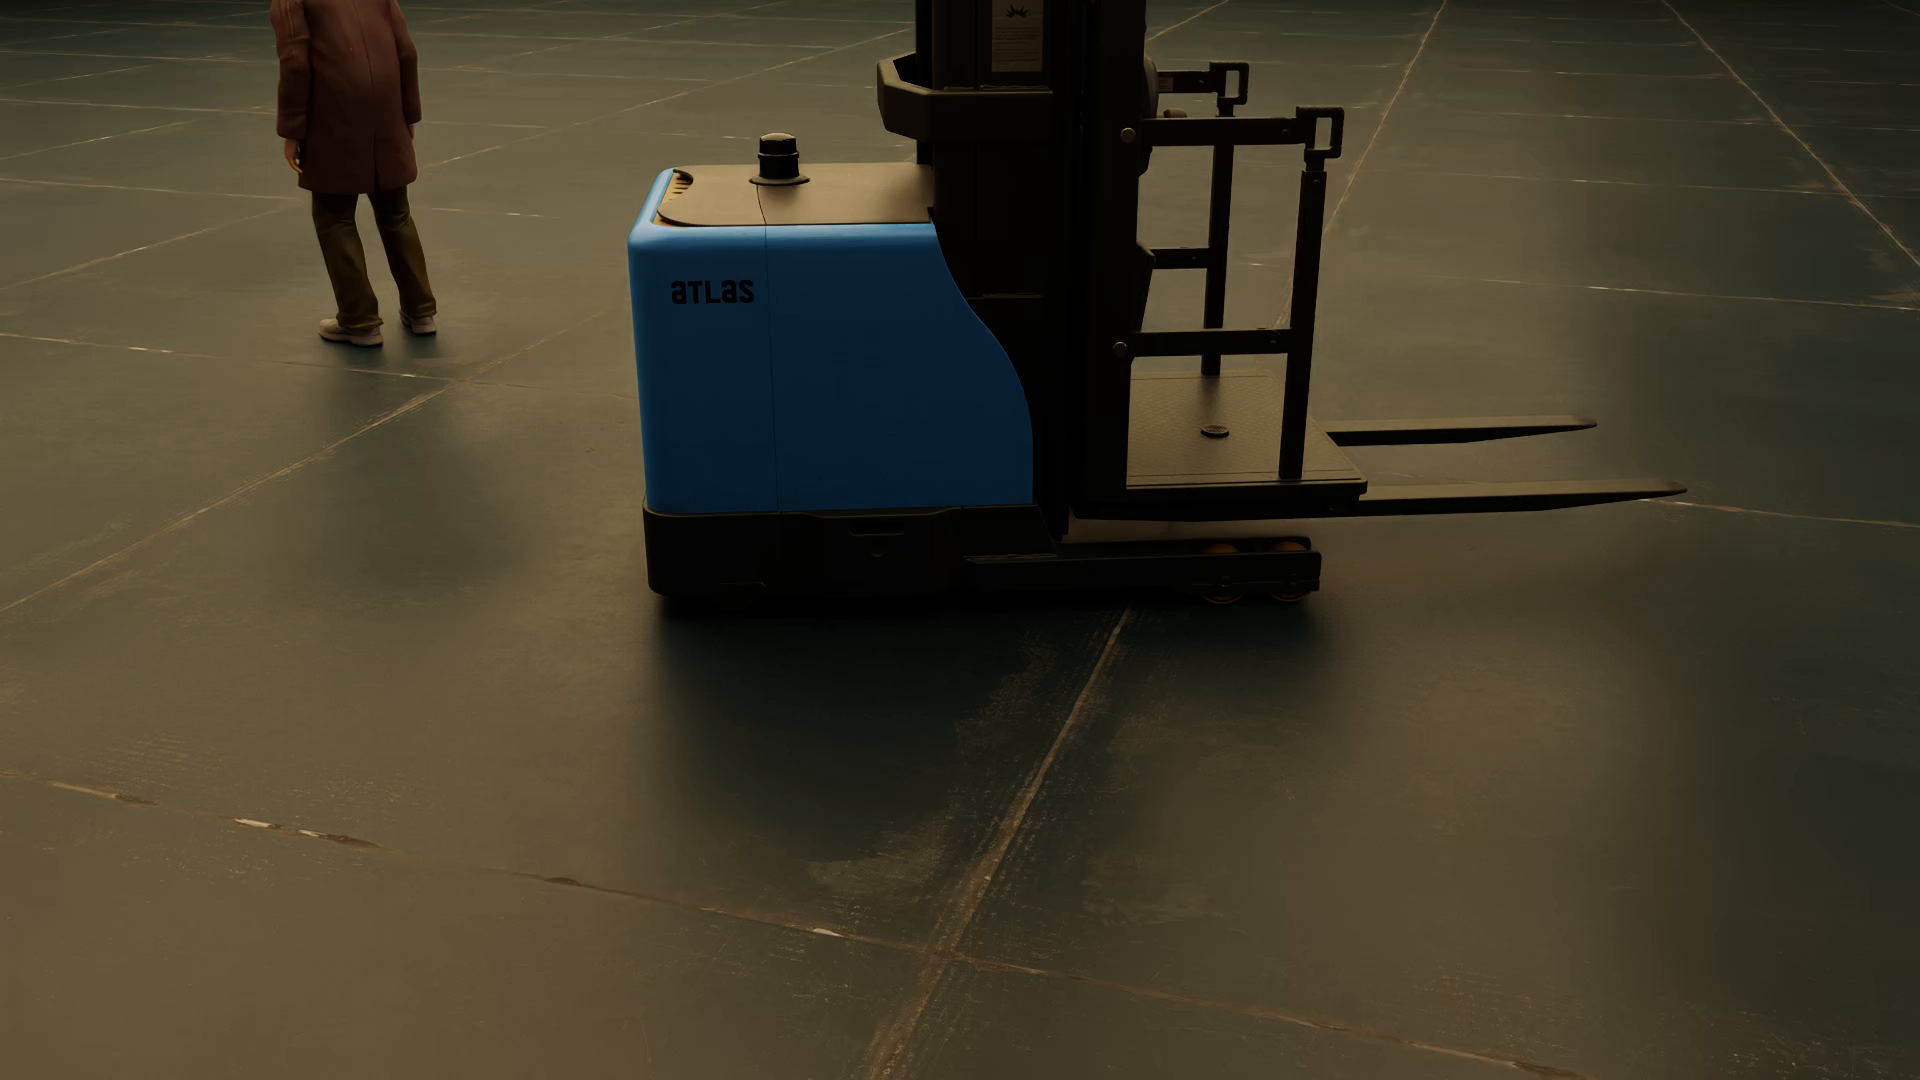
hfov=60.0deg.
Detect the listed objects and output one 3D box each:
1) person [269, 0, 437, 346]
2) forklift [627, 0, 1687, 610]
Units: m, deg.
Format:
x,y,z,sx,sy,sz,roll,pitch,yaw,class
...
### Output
x,y,z,sx,sy,sz,roll,pitch,yaw,class
-2.544,-1.711,6.942,0.436,1.772,0.644,18,29,38,person
0.606,-1.374,4.608,3.031,2.935,1.130,-2,23,-4,forklift
